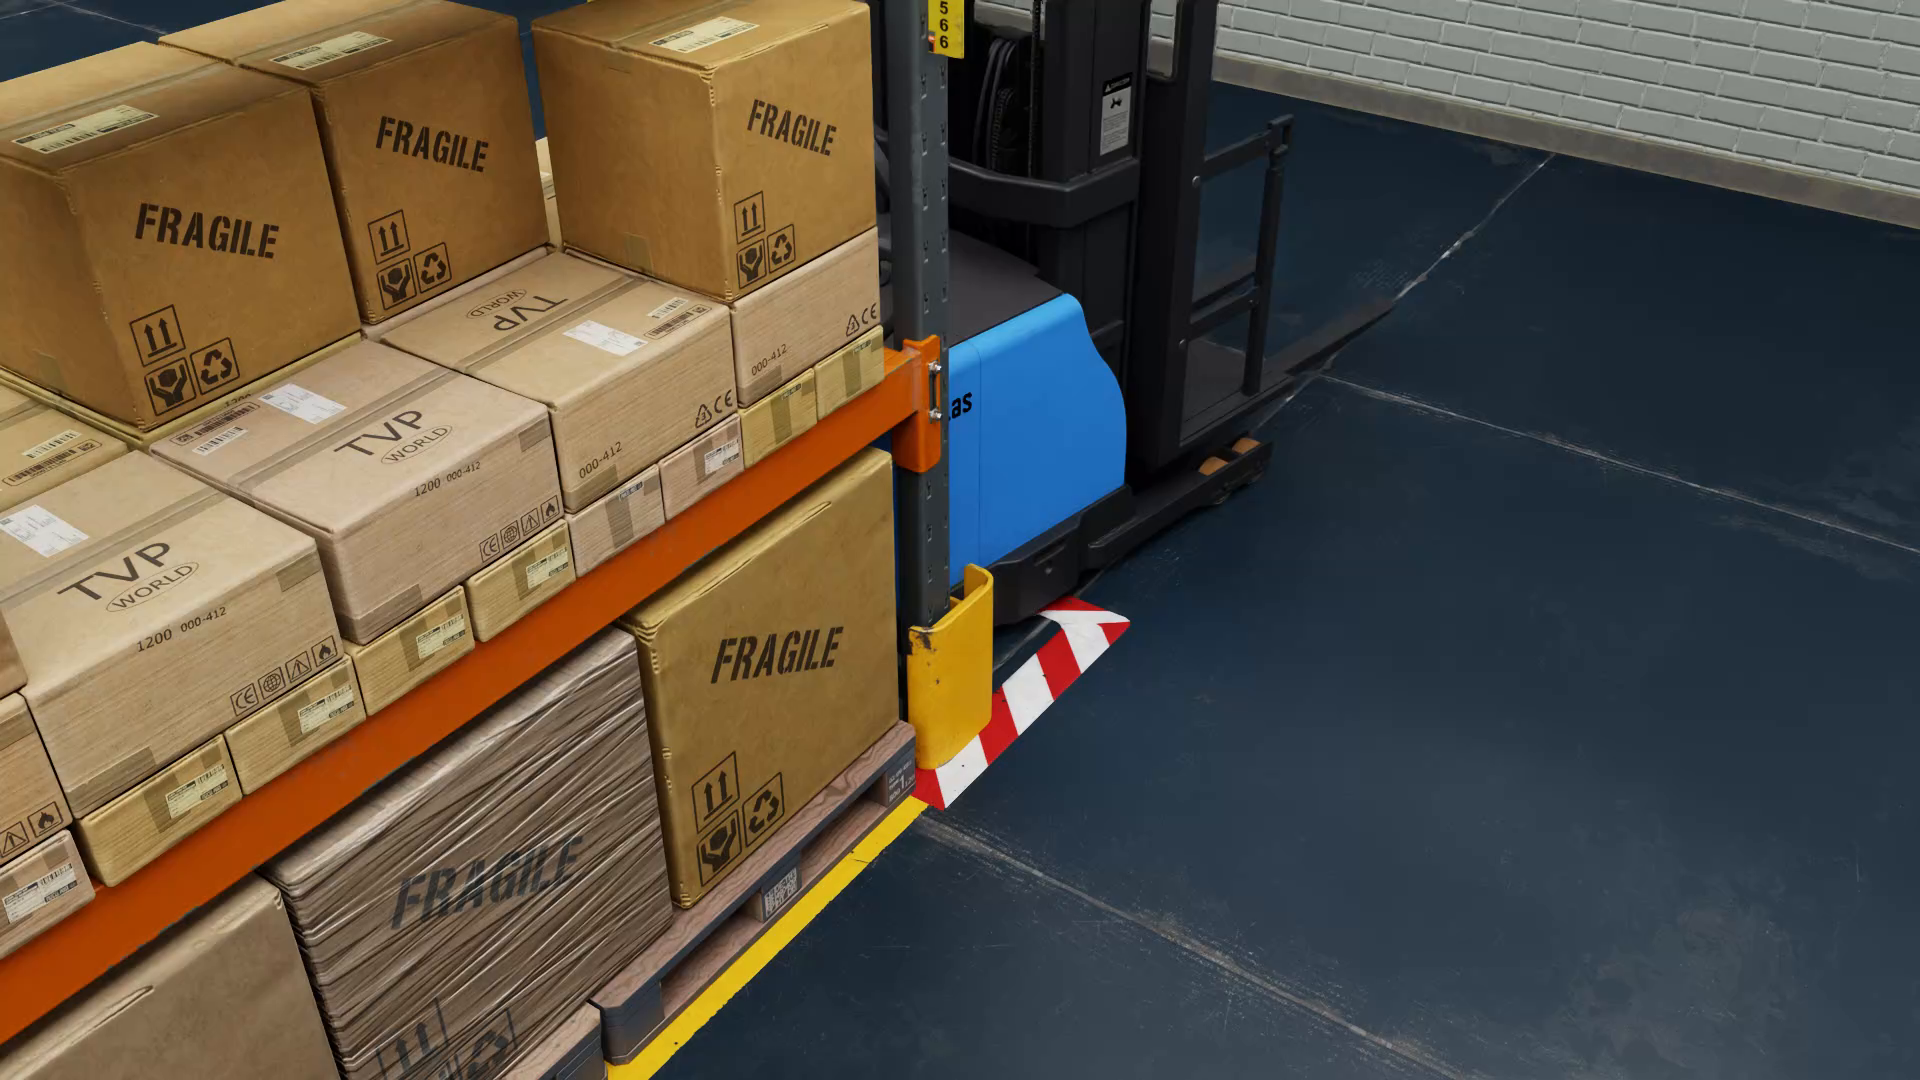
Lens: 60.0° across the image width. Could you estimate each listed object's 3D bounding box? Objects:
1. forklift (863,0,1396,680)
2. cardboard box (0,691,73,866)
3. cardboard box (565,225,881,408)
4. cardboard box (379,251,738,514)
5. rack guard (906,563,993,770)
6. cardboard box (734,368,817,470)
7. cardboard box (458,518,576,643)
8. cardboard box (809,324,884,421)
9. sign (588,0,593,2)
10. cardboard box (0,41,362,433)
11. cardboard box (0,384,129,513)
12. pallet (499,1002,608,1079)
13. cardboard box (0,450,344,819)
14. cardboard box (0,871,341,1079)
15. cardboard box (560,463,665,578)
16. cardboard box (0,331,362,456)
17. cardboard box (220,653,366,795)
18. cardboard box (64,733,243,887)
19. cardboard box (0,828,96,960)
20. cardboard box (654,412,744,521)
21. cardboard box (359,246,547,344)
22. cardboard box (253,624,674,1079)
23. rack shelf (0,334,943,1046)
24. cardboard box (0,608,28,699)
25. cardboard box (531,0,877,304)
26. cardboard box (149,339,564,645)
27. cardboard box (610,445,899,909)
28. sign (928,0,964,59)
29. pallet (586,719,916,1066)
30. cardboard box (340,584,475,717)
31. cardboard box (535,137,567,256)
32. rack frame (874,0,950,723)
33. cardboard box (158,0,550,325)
[{"bbox_3d":[0.488,-1.521,5.383,1.130,2.935,3.031,29,43,35],"label":"forklift"},{"bbox_3d":[-1.691,0.357,2.413,0.500,0.250,0.500,22,40,29],"label":"cardboard box"},{"bbox_3d":[-0.530,-0.576,3.792,0.500,0.250,0.500,21,39,27],"label":"cardboard box"},{"bbox_3d":[-0.820,-0.343,3.448,0.500,0.250,0.500,21,39,27],"label":"cardboard box"},{"bbox_3d":[-0.458,0.202,5.005,1.175,0.500,0.348,21,39,28],"label":"rack guard"},{"bbox_3d":[-0.551,-0.329,3.784,0.380,0.149,0.250,22,40,29],"label":"cardboard box"},{"bbox_3d":[-0.985,0.021,3.266,0.380,0.149,0.250,20,39,27],"label":"cardboard box"},{"bbox_3d":[-0.404,-0.450,3.961,0.380,0.149,0.250,22,40,29],"label":"cardboard box"},{"bbox_3d":[-0.924,-1.394,4.290,0.100,0.325,0.005,21,39,28],"label":"sign"},{"bbox_3d":[-1.543,-0.589,3.143,0.500,0.500,0.500,20,39,27],"label":"cardboard box"},{"bbox_3d":[-1.841,-0.036,2.994,0.500,0.250,0.500,20,39,27],"label":"cardboard box"},{"bbox_3d":[-1.559,1.285,3.662,1.003,0.211,1.213,21,39,28],"label":"pallet"},{"bbox_3d":[-1.403,0.133,2.745,0.500,0.250,0.500,21,40,28],"label":"cardboard box"},{"bbox_3d":[-1.797,1.032,3.068,0.875,0.875,0.875,21,39,28],"label":"cardboard box"},{"bbox_3d":[-0.839,-0.099,3.443,0.380,0.149,0.250,22,40,29],"label":"cardboard box"},{"bbox_3d":[-1.547,-0.278,3.351,0.500,0.250,0.500,20,39,27],"label":"cardboard box"},{"bbox_3d":[-1.276,0.254,2.921,0.380,0.149,0.250,22,40,29],"label":"cardboard box"},{"bbox_3d":[-1.423,0.374,2.743,0.380,0.149,0.250,20,39,27],"label":"cardboard box"},{"bbox_3d":[-1.572,0.496,2.564,0.380,0.149,0.250,22,40,29],"label":"cardboard box"},{"bbox_3d":[-0.696,-0.214,3.613,0.380,0.149,0.250,21,40,28],"label":"cardboard box"},{"bbox_3d":[-1.258,-0.508,3.692,0.500,0.250,0.500,21,39,28],"label":"cardboard box"},{"bbox_3d":[-1.290,0.622,3.674,0.875,0.875,0.875,21,39,28],"label":"cardboard box"},{"bbox_3d":[-1.612,0.396,3.129,1.077,0.370,4.000,21,39,28],"label":"rack shelf"},{"bbox_3d":[-1.689,0.043,2.208,0.500,0.500,0.500,20,39,27],"label":"cardboard box"},{"bbox_3d":[-0.533,-0.886,3.582,0.500,0.500,0.500,22,40,29],"label":"cardboard box"},{"bbox_3d":[-1.110,-0.108,3.101,0.500,0.250,0.500,20,39,27],"label":"cardboard box"},{"bbox_3d":[-0.771,0.204,4.293,0.875,0.875,0.875,21,39,28],"label":"cardboard box"},{"bbox_3d":[-0.034,-1.221,3.632,0.100,0.325,0.005,21,39,28],"label":"sign"},{"bbox_3d":[-0.863,0.725,4.489,1.003,0.211,1.213,21,39,28],"label":"pallet"},{"bbox_3d":[-1.133,0.140,3.089,0.380,0.149,0.250,21,40,28],"label":"cardboard box"},{"bbox_3d":[-0.967,-0.749,4.048,0.500,0.250,0.500,20,39,27],"label":"cardboard box"},{"bbox_3d":[-0.472,-0.823,4.289,1.000,3.000,0.127,21,39,28],"label":"rack frame"},{"bbox_3d":[-1.252,-0.830,3.498,0.500,0.500,0.500,20,39,27],"label":"cardboard box"}]
